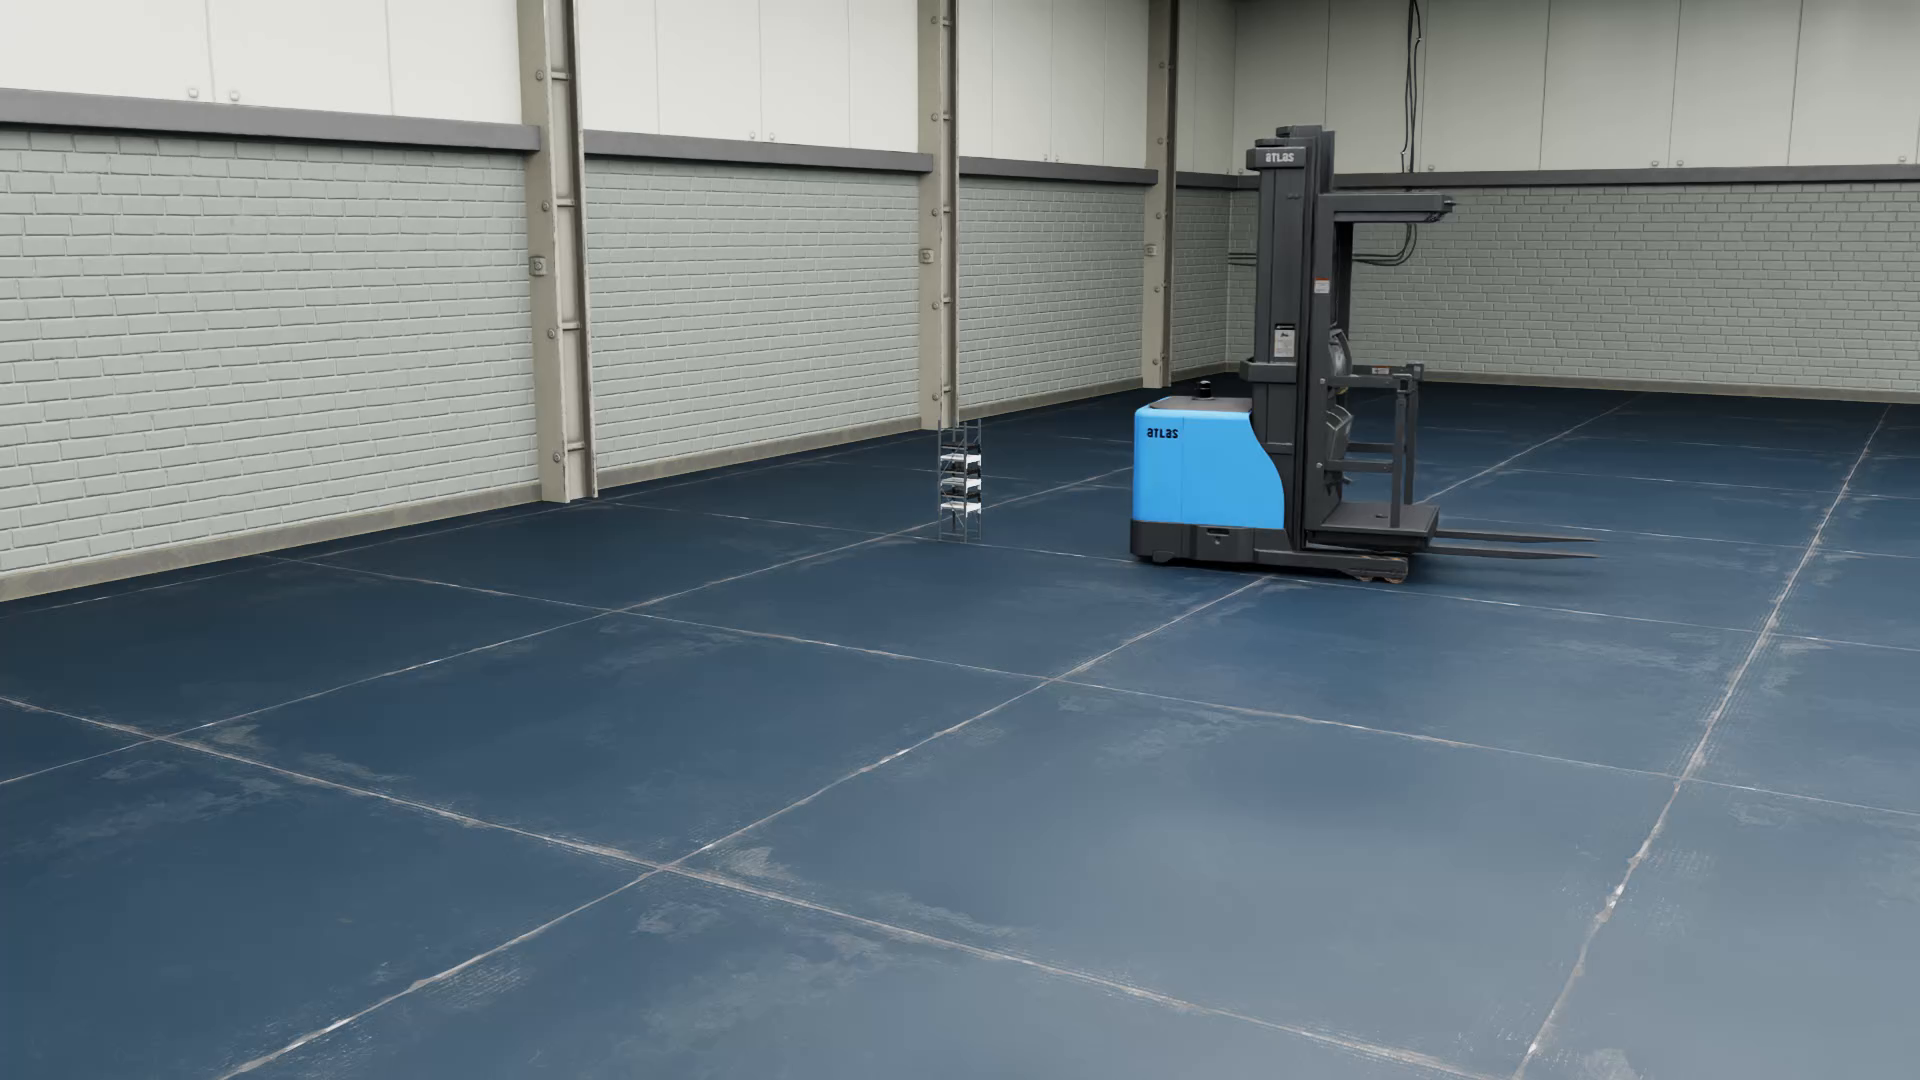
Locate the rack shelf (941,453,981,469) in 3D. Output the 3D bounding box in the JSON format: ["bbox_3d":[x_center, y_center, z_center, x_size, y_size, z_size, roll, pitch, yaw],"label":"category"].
[{"bbox_3d":[-0.004,-0.585,12.252,0.258,0.077,0.200,6,12,31],"label":"rack shelf"}]

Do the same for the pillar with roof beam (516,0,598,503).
[{"bbox_3d":[0.321,-4.370,11.257,9.100,9.000,0.400,6,12,31],"label":"pillar with roof beam"}]

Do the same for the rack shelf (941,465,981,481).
[{"bbox_3d":[-0.004,-0.497,12.269,0.258,0.077,0.200,6,12,31],"label":"rack shelf"}]

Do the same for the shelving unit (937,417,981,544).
[{"bbox_3d":[-0.004,-0.441,12.279,0.258,0.900,0.210,6,12,31],"label":"shelving unit"}]

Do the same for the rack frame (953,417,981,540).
[{"bbox_3d":[0.049,-0.457,12.364,0.240,0.900,0.006,6,12,31],"label":"rack frame"}]

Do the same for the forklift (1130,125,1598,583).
[{"bbox_3d":[2.750,-1.268,11.176,3.031,2.935,1.130,4,11,19],"label":"forklift"}]

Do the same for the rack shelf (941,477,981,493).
[{"bbox_3d":[-0.004,-0.408,12.285,0.258,0.077,0.200,6,12,31],"label":"rack shelf"}]

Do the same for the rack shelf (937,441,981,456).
[{"bbox_3d":[-0.004,-0.674,12.236,0.258,0.077,0.200,6,12,31],"label":"rack shelf"}]

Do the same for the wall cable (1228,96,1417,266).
[{"bbox_3d":[5.532,-5.479,25.620,3.097,2.526,0.112,6,12,31],"label":"wall cable"}]

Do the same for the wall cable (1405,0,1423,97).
[{"bbox_3d":[7.844,-7.703,23.775,3.097,2.526,0.112,6,12,31],"label":"wall cable"}]

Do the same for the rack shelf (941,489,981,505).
[{"bbox_3d":[-0.004,-0.320,12.302,0.258,0.077,0.200,6,12,31],"label":"rack shelf"}]

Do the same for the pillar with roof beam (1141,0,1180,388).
[{"bbox_3d":[6.552,-6.257,21.338,9.100,9.000,0.400,6,12,31],"label":"pillar with roof beam"}]

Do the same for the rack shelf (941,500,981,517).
[{"bbox_3d":[-0.004,-0.231,12.318,0.258,0.077,0.200,6,12,31],"label":"rack shelf"}]

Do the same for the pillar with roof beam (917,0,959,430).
[{"bbox_3d":[3.436,-5.314,16.297,9.100,9.000,0.400,6,12,31],"label":"pillar with roof beam"}]

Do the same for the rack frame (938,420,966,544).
[{"bbox_3d":[-0.057,-0.425,12.194,0.240,0.900,0.006,6,12,31],"label":"rack frame"}]
